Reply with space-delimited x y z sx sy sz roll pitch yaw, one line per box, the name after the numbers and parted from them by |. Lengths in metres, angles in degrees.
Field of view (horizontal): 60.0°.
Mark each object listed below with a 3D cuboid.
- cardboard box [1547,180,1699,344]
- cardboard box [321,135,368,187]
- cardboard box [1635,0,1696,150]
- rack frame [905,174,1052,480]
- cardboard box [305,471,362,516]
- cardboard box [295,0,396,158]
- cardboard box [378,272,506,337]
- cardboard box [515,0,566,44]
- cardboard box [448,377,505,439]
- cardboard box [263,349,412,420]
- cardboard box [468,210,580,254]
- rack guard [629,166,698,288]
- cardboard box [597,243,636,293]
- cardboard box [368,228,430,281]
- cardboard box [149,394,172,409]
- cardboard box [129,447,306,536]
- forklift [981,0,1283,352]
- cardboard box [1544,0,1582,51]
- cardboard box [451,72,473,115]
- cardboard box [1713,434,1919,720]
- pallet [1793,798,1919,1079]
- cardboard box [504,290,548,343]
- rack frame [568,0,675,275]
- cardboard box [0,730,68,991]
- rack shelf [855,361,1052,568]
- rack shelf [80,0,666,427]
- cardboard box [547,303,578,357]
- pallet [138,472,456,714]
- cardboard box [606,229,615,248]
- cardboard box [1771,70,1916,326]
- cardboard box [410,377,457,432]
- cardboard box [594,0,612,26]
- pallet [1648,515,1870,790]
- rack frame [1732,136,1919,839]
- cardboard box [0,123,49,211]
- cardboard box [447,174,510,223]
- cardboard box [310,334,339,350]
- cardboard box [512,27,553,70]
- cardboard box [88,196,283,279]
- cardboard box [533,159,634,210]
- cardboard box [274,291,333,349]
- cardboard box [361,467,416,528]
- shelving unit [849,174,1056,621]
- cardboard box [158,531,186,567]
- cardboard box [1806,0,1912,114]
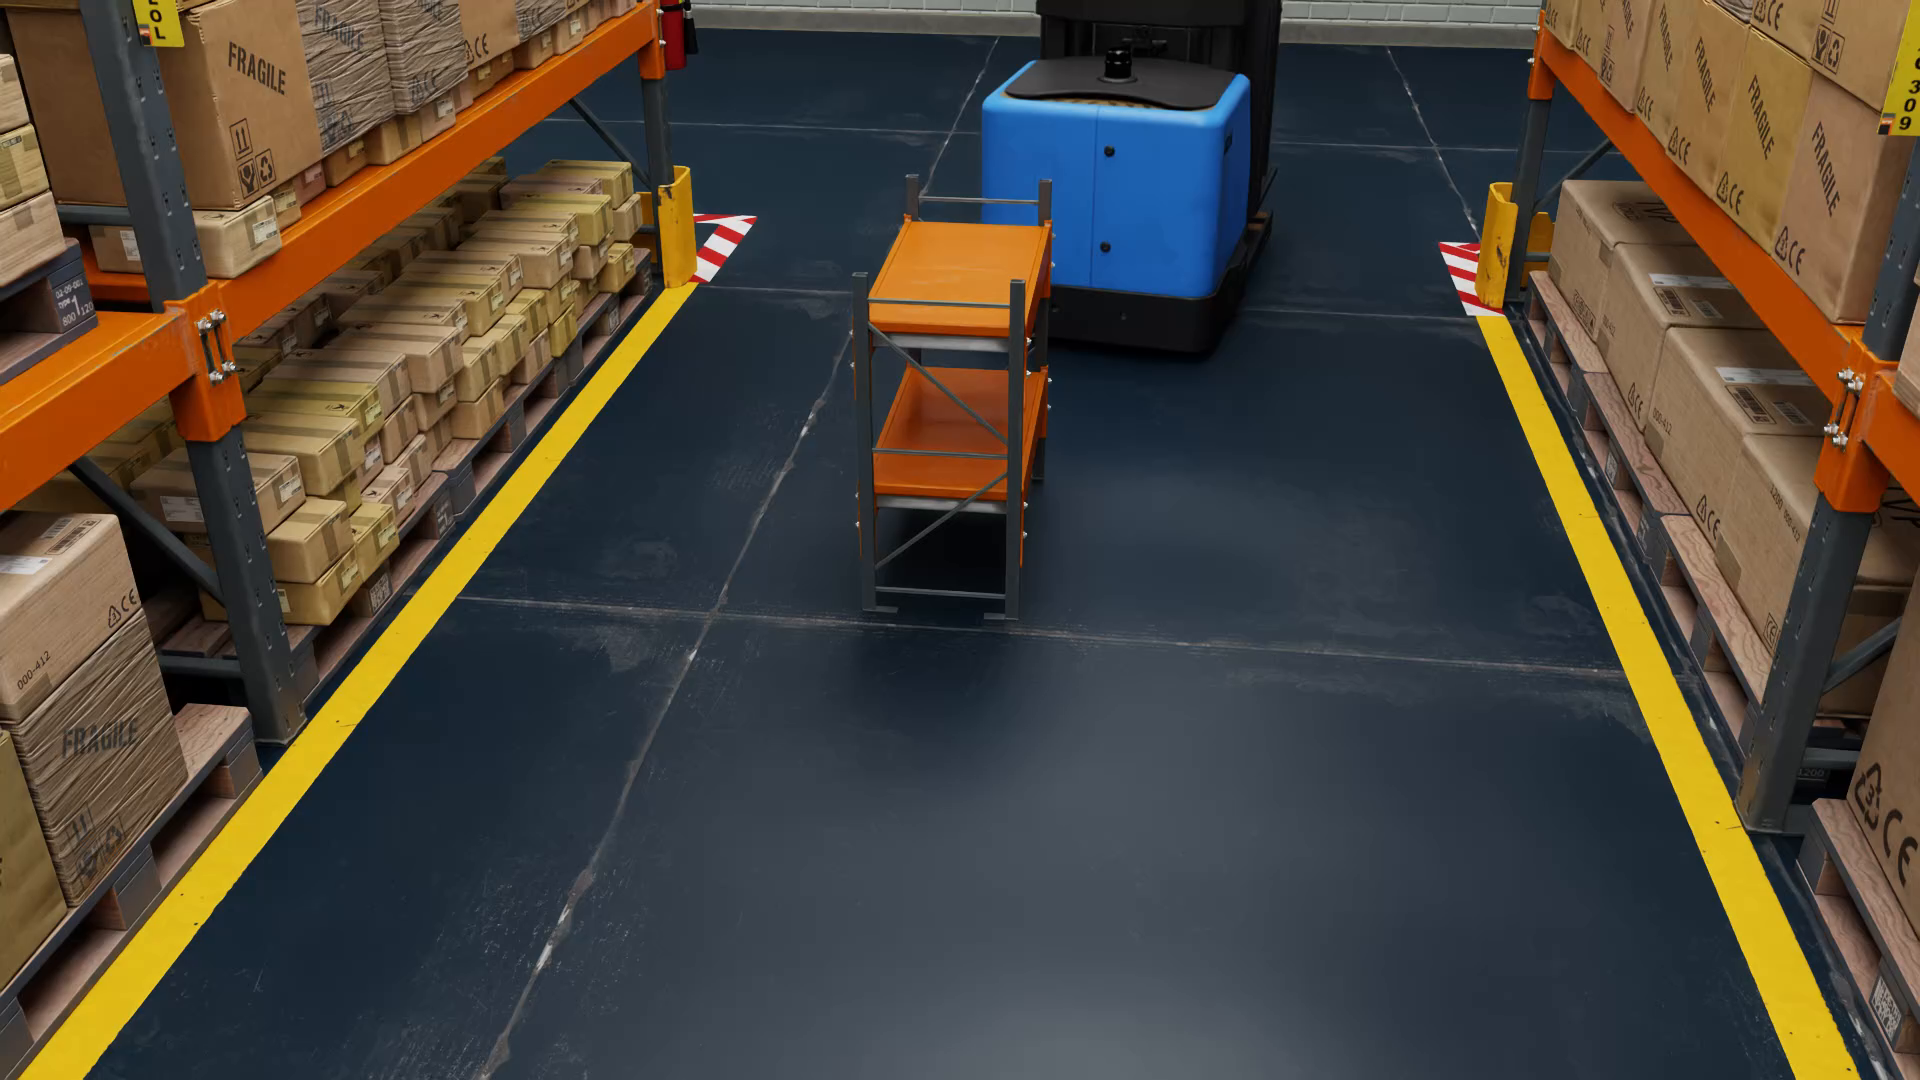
3.058 -1.179 7.034 0.875 0.438 0.875 2 28 4 | cardboard box
-2.038 -1.181 5.045 0.380 0.149 0.250 2 28 4 | cardboard box
2.537 -1.558 5.374 0.500 0.500 0.500 4 29 8 | cardboard box
0.063 -0.738 5.933 0.500 1.125 0.032 3 28 6 | rack frame
-2.071 -0.133 5.083 0.380 0.149 0.250 4 29 7 | cardboard box
-2.011 -1.422 4.808 0.500 0.500 0.500 3 28 6 | cardboard box
-1.911 -0.871 6.141 0.380 0.149 0.250 3 29 6 | cardboard box
-1.806 -2.145 6.151 0.500 0.500 0.500 3 29 6 | cardboard box
-1.893 -0.491 6.062 0.380 0.149 0.250 3 28 5 | cardboard box
-2.043 -0.509 5.469 0.380 0.149 0.250 3 28 5 | cardboard box
-1.787 -1.244 6.832 0.380 0.149 0.250 2 28 4 | cardboard box
-1.894 -1.542 8.085 1.175 0.500 0.348 3 28 6 | rack guard
-1.674 -1.221 7.417 0.380 0.149 0.250 4 29 8 | cardboard box
-2.350 -1.144 6.646 0.380 0.149 0.250 4 29 8 | cardboard box
-2.575 -0.410 5.284 0.380 0.149 0.250 3 28 6 | cardboard box
-2.127 -0.137 4.778 0.380 0.149 0.250 4 29 8 | cardboard box
0.987 -2.774 7.808 1.130 2.935 3.031 8 29 15 | forklift
2.696 -2.273 6.701 0.500 0.500 0.500 3 28 6 | cardboard box
-1.916 -1.551 5.731 0.380 0.149 0.250 4 29 8 | cardboard box
2.733 0.098 4.663 0.875 0.438 0.875 3 28 5 | cardboard box
2.530 1.040 3.597 1.003 0.211 1.213 3 28 6 | pallet
-1.829 -0.865 6.443 0.380 0.149 0.250 5 29 9 | cardboard box
-1.885 -2.678 7.559 1.000 3.000 0.127 3 28 6 | rack frame
-2.279 0.725 3.435 0.500 0.500 0.500 3 28 5 | cardboard box
0.001 -0.283 5.605 0.538 0.278 1.000 3 28 6 | rack shelf
-2.130 -1.420 5.982 1.077 0.370 4.000 3 28 6 | rack shelf
-1.778 -0.861 6.749 0.380 0.149 0.250 2 28 4 | cardboard box
-2.328 0.114 5.316 1.003 0.211 1.213 3 28 6 | pallet
-1.752 -1.354 7.350 0.380 0.149 0.250 3 28 5 | cardboard box
2.353 -0.832 4.027 0.500 0.500 0.500 4 29 7 | cardboard box
-1.984 -0.504 5.773 0.380 0.149 0.250 5 29 9 | cardboard box
-1.712 -2.283 7.090 0.380 0.149 0.250 3 28 6 | cardboard box
2.721 0.319 4.935 1.003 0.211 1.213 3 28 6 | pallet
2.550 -0.555 3.618 1.000 3.000 0.127 3 28 6 | rack frame
-2.228 -0.802 3.584 0.380 0.149 0.250 4 29 8 | cardboard box
-2.201 -1.506 7.319 0.380 0.149 0.250 4 29 7 | cardboard box
-2.423 -0.637 6.018 0.380 0.149 0.250 2 28 4 | cardboard box
-1.798 -1.920 6.416 0.380 0.149 0.250 2 28 4 | cardboard box
-2.016 -0.799 4.336 0.380 0.149 0.250 4 29 8 | cardboard box
-1.698 -1.606 7.504 0.380 0.149 0.250 4 29 7 | cardboard box
-2.503 -0.788 5.986 0.380 0.149 0.250 2 28 4 | cardboard box
-2.000 -0.123 5.379 0.380 0.149 0.250 3 28 6 | cardboard box
0.001 -0.498 5.489 0.538 1.125 1.048 3 28 6 | shelving unit
-2.550 -0.047 5.238 0.380 0.149 0.250 4 29 8 | cardboard box
2.334 -1.278 3.799 0.500 0.500 0.500 3 28 6 | cardboard box
